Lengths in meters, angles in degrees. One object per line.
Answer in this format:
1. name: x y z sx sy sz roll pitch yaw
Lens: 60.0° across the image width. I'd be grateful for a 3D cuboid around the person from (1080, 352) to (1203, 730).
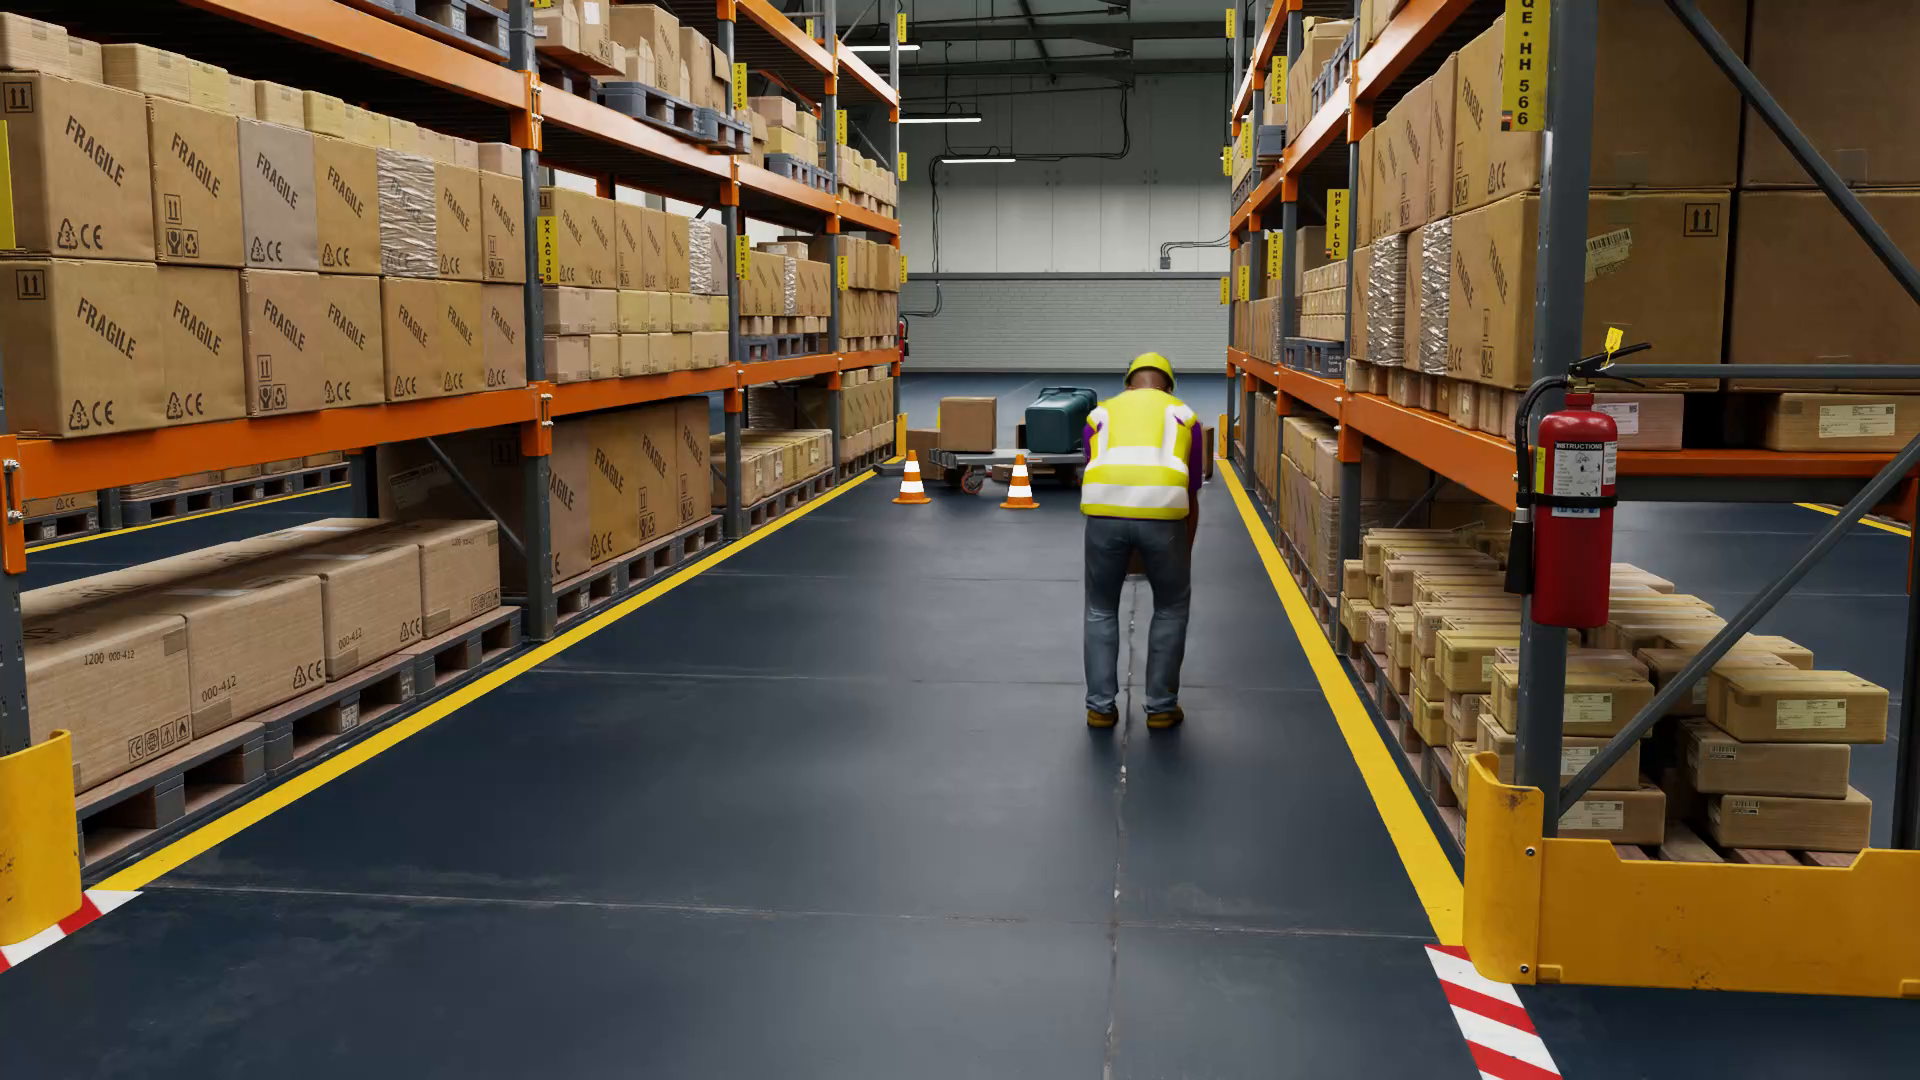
1. person: 0.740 -0.019 6.855 0.487 1.497 0.832 2 8 14
